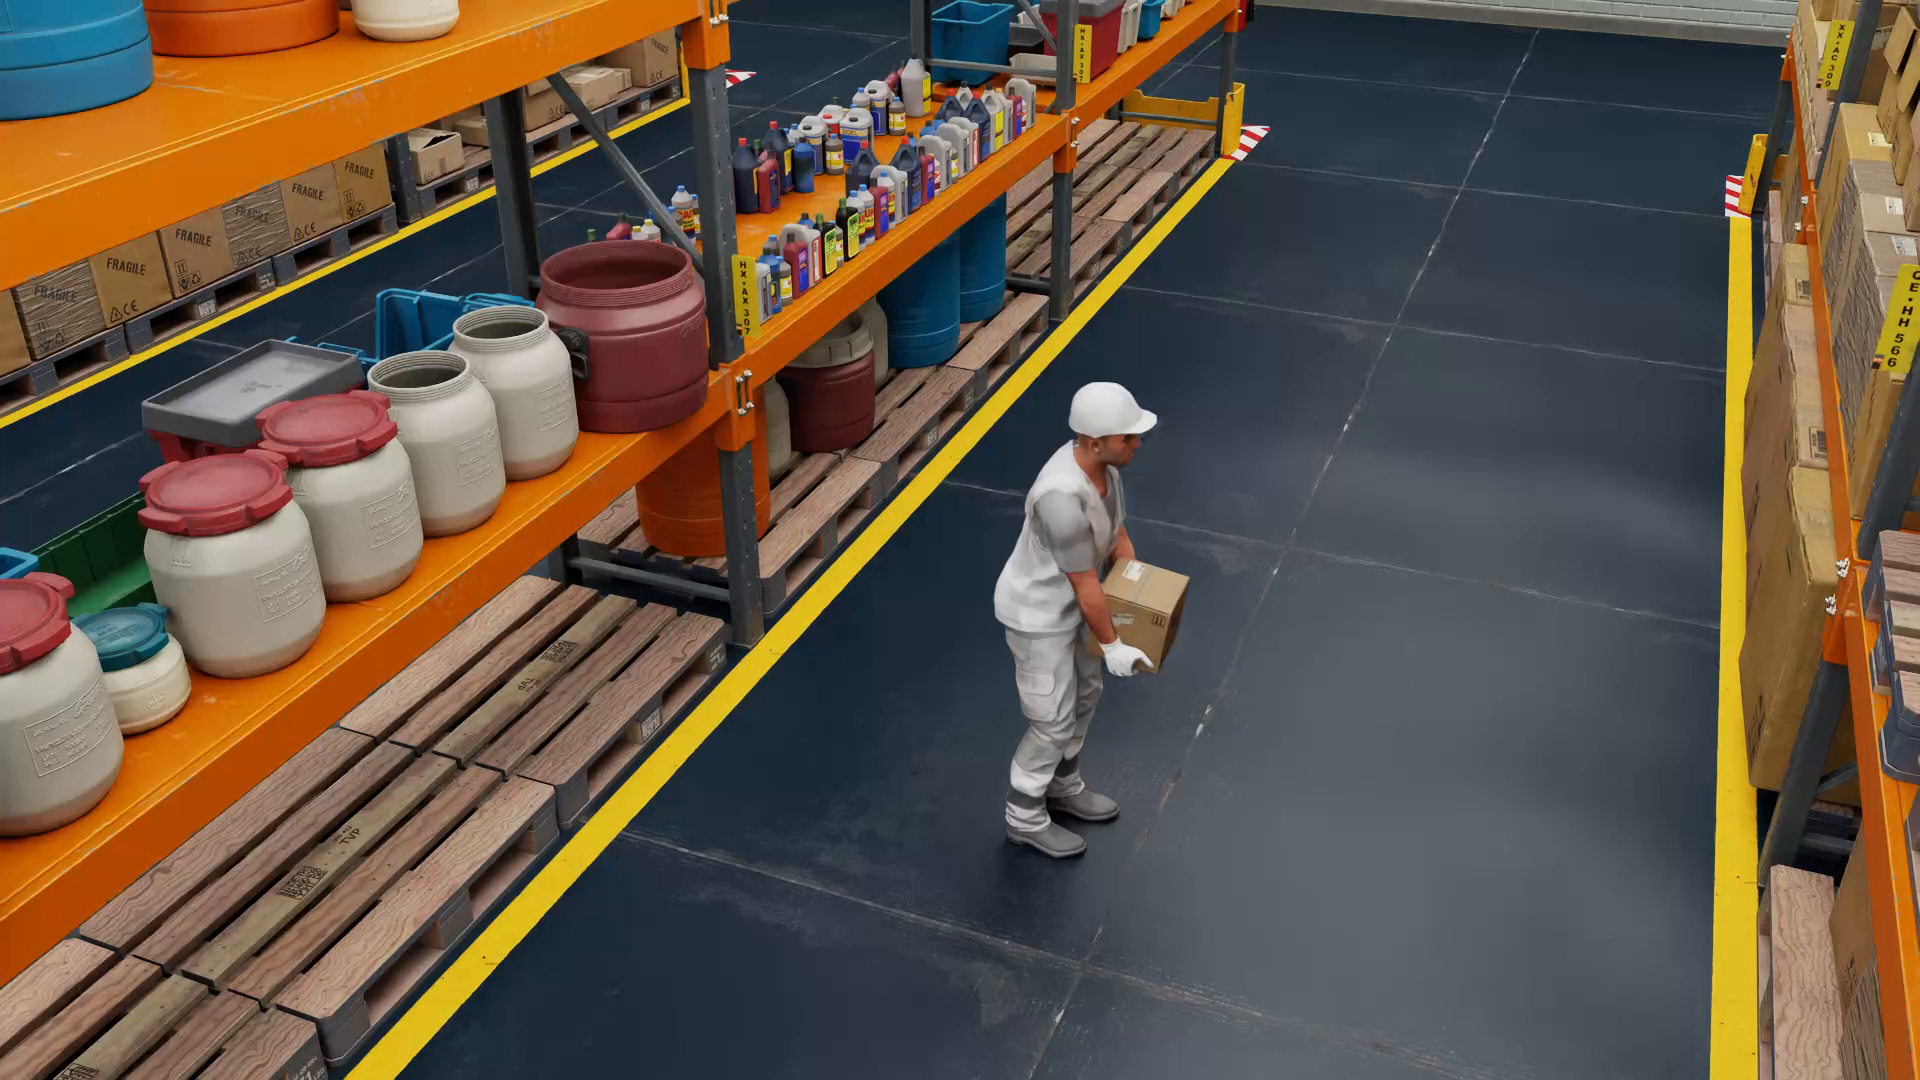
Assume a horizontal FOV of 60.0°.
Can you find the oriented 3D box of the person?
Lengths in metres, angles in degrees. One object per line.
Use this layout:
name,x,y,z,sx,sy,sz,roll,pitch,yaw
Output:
person,0.419,0.272,5.647,0.582,1.760,0.491,11,31,18
